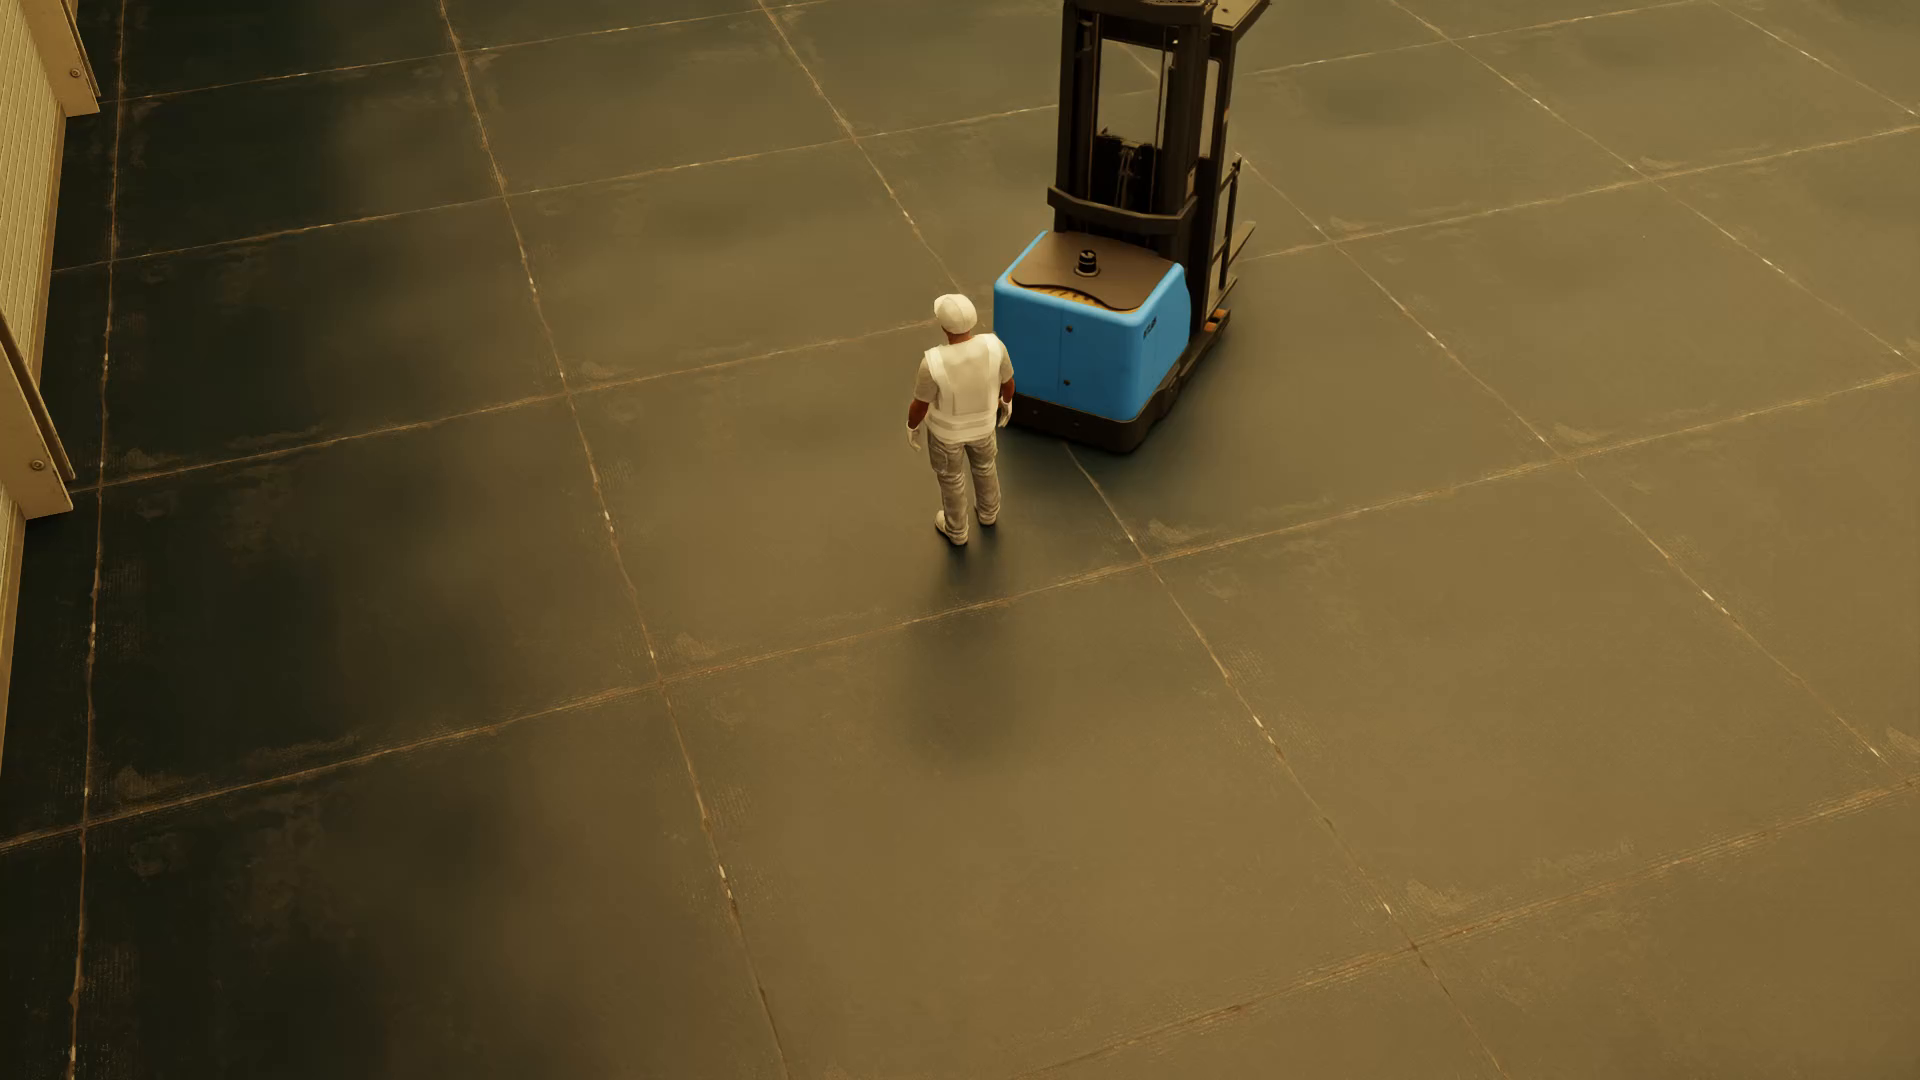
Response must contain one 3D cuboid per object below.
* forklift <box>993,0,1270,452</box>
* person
[{"bbox_3d":[1.309,-2.638,11.138,1.130,2.935,3.031,18,43,20],"label":"forklift"},{"bbox_3d":[-0.016,-0.734,9.752,0.657,1.783,0.576,-13,42,-15],"label":"person"}]
